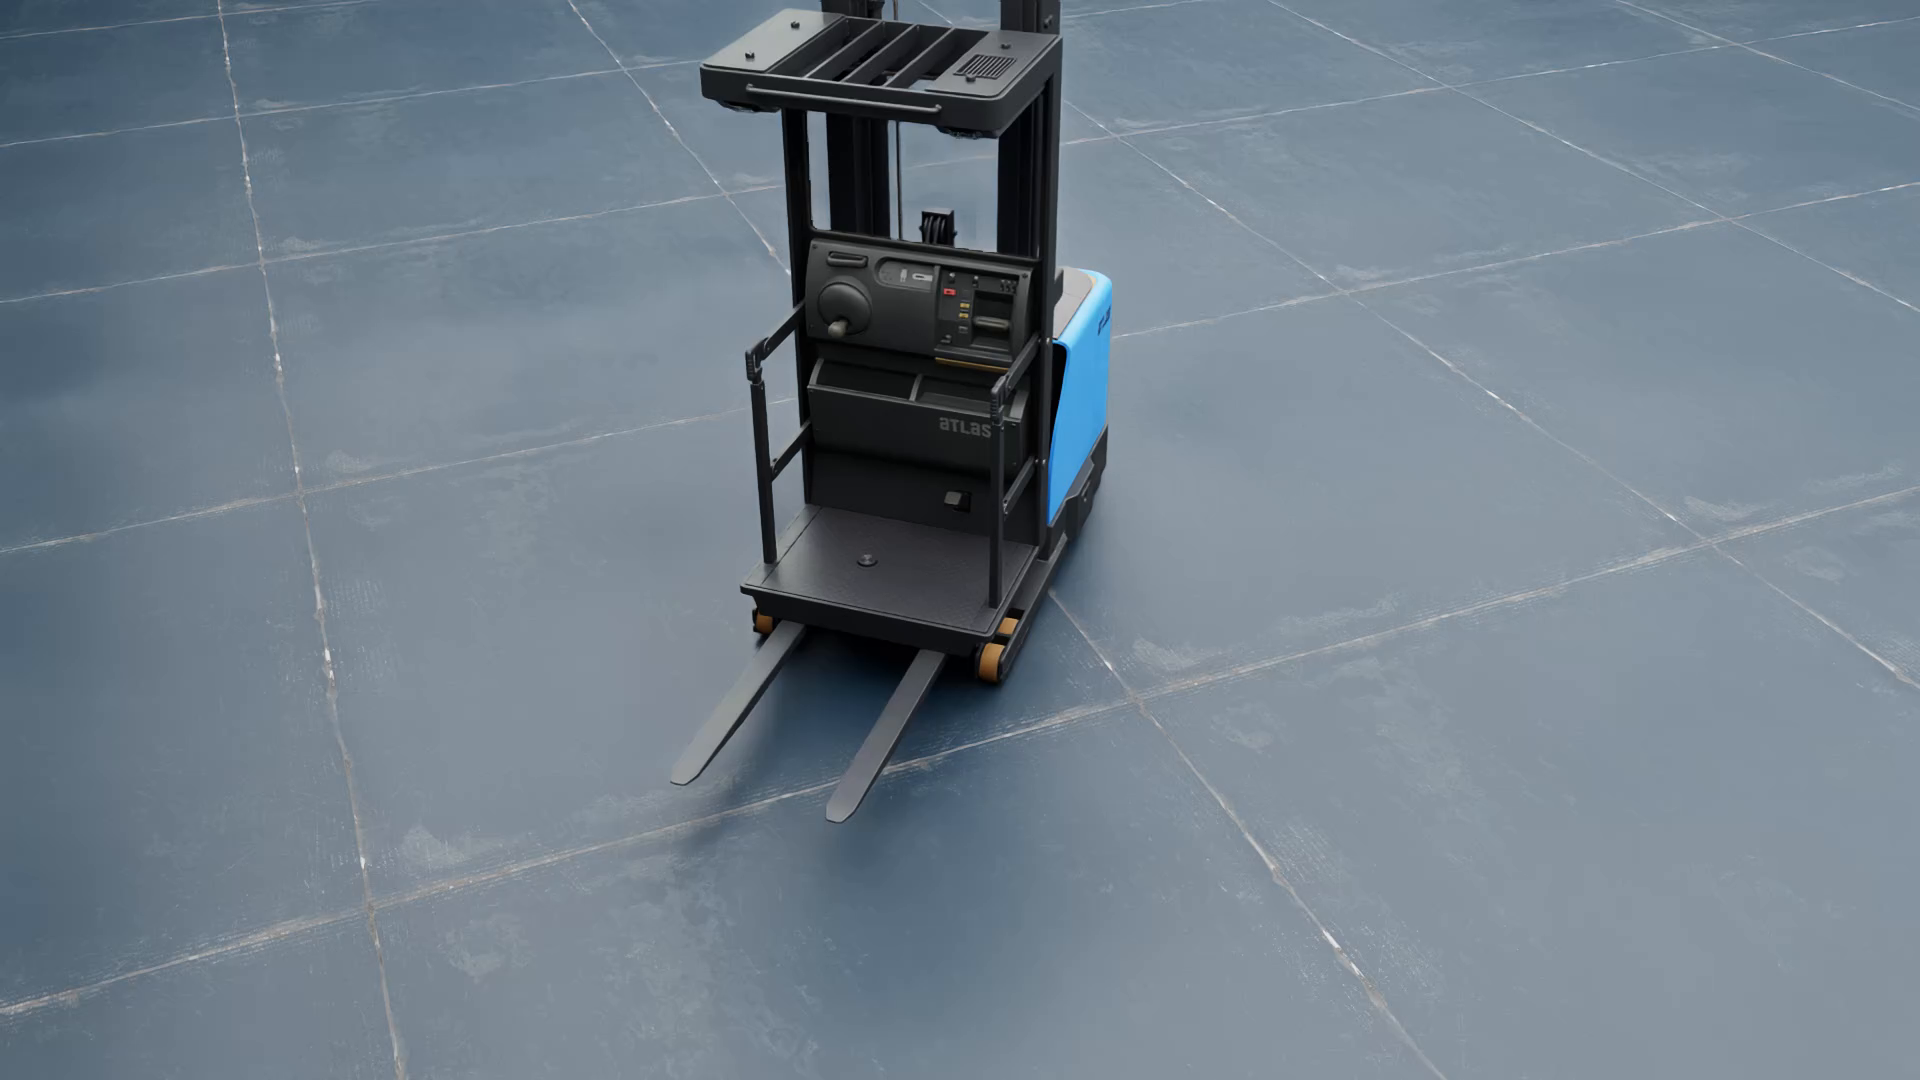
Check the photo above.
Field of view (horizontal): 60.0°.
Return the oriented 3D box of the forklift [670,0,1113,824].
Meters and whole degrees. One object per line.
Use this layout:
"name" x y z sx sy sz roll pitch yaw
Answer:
"forklift" -0.241 -0.891 6.431 1.130 2.935 3.031 11 35 16
